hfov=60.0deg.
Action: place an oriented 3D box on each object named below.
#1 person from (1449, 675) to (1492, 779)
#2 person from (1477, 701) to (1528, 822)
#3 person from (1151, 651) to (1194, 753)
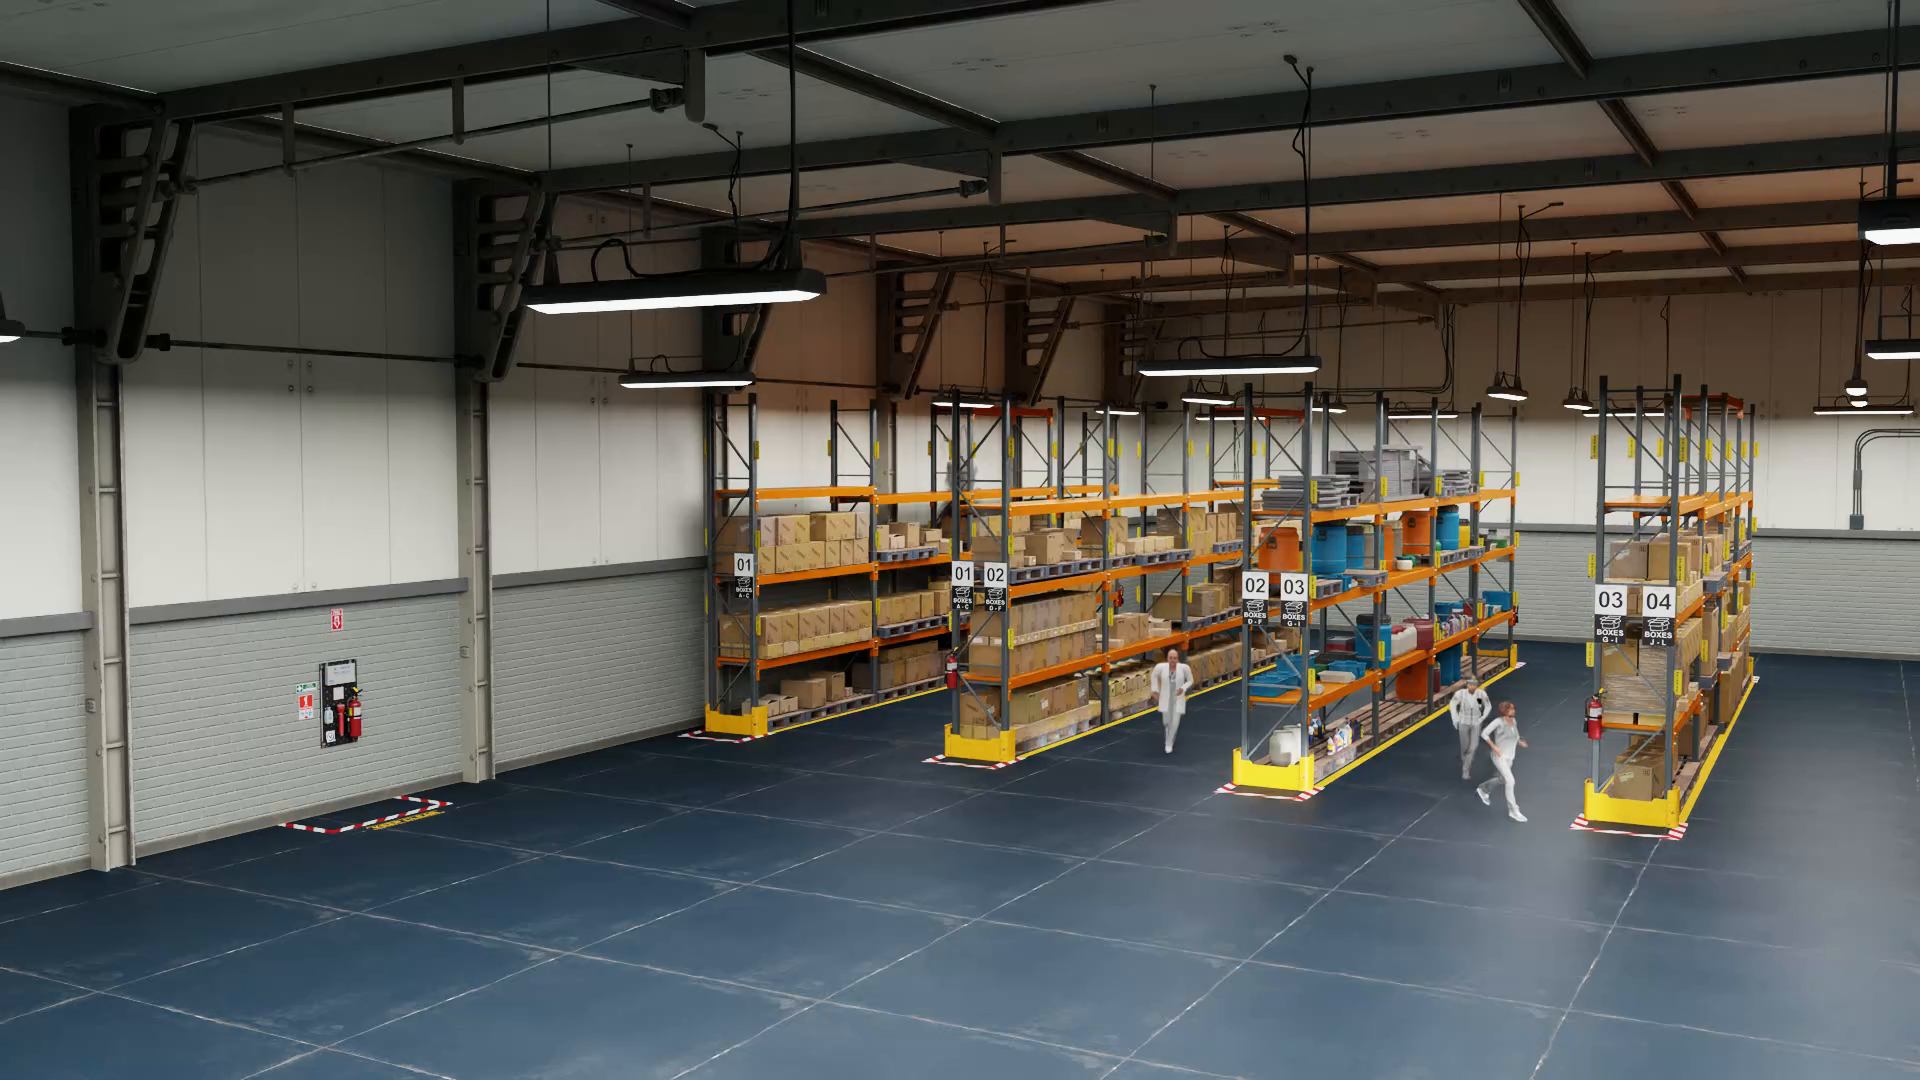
[{"bbox_3d":[7.826,2.843,25.518,0.613,1.630,0.756,0,3,8],"label":"person"},{"bbox_3d":[7.367,2.980,22.694,0.551,1.598,0.870,-2,4,-36],"label":"person"},{"bbox_3d":[3.527,2.672,27.689,0.700,1.709,0.793,0,3,4],"label":"person"}]
